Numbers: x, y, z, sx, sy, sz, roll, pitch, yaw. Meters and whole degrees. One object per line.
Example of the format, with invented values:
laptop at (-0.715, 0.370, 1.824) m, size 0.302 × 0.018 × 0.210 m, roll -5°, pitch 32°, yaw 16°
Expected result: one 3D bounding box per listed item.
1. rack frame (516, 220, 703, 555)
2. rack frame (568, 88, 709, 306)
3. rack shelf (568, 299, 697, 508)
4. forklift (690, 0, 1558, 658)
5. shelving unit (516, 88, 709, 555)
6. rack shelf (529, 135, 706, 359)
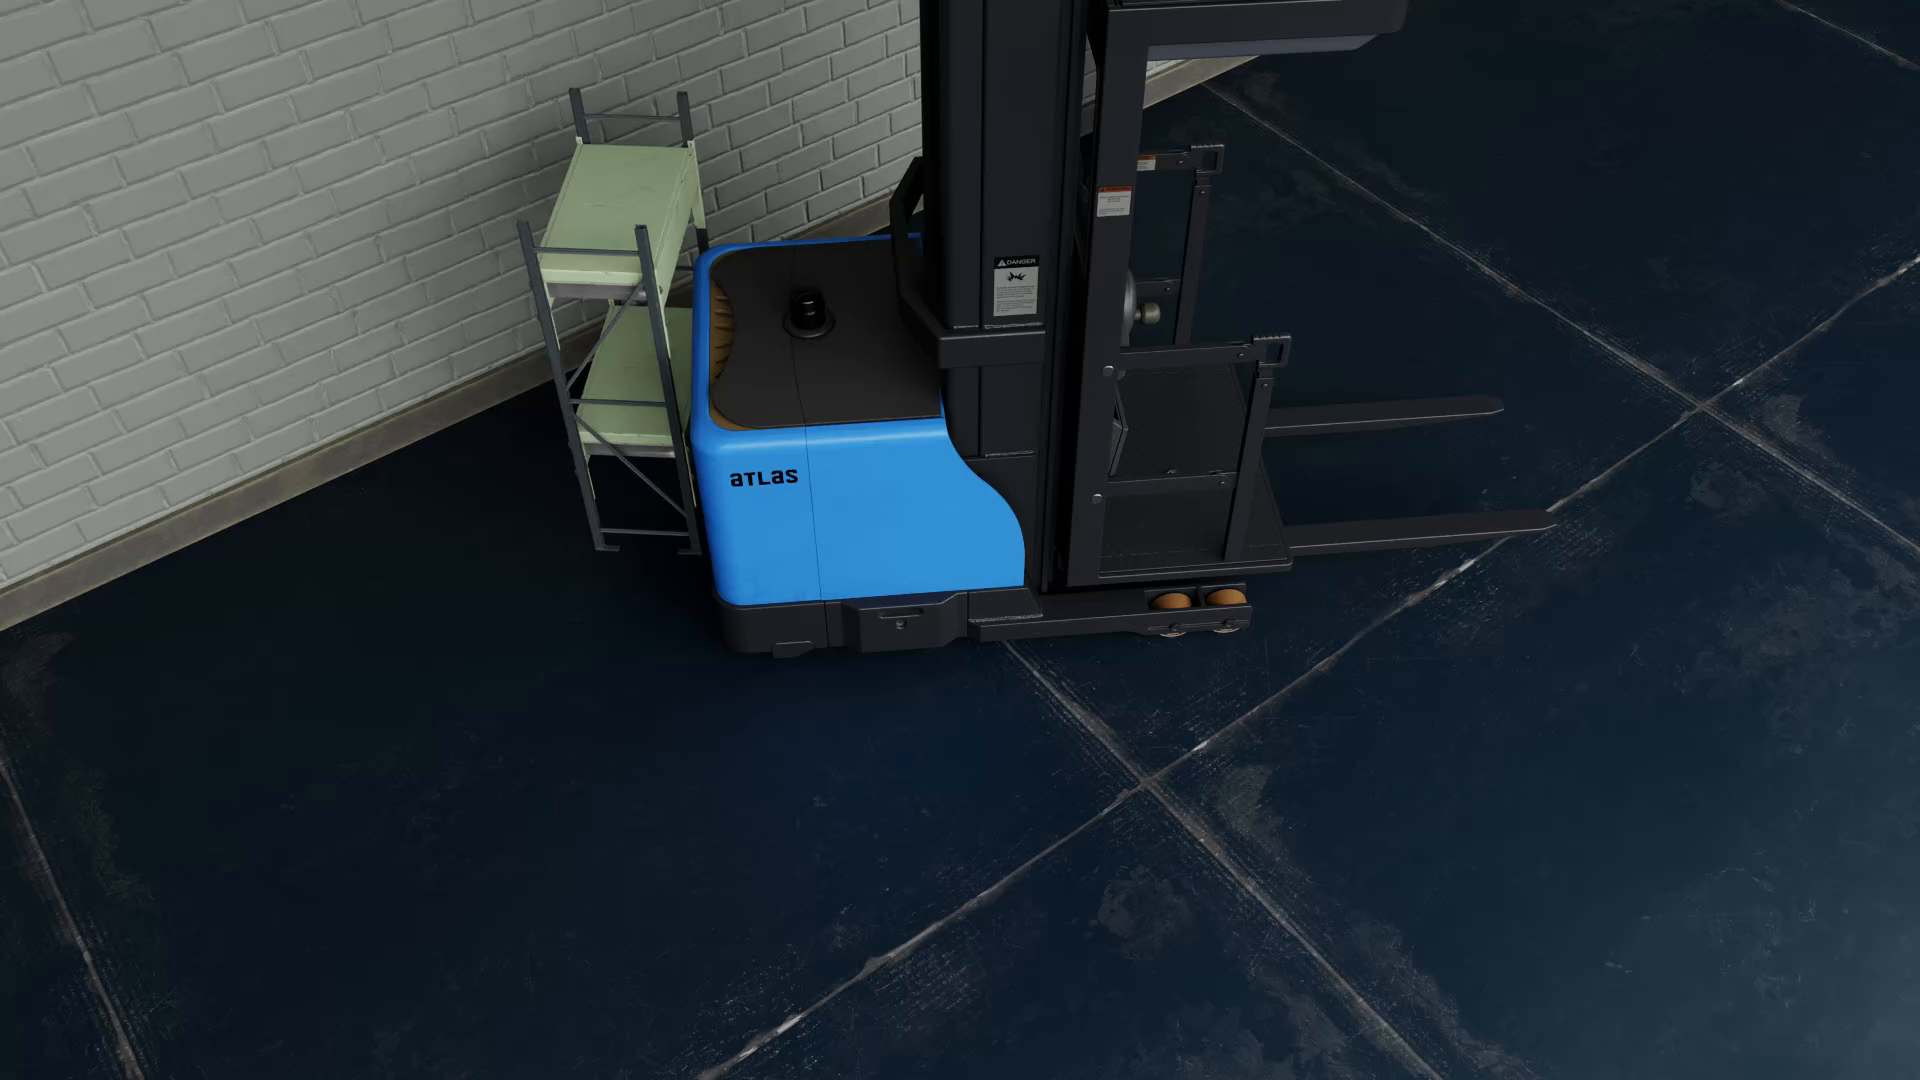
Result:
rack frame at (-1.162, -0.464, 5.658) m, size 0.400 × 1.500 × 0.023 m, roll 3°, pitch 48°, yaw 2°
rack frame at (-1.117, -1.005, 6.149) m, size 0.400 × 1.500 × 0.023 m, roll 3°, pitch 48°, yaw 2°
rack shelf at (-1.140, -0.516, 6.145) m, size 0.431 × 0.370 × 0.720 m, roll 3°, pitch 48°, yaw 2°
forklift at (0.620, -1.028, 5.204) m, size 3.031 × 2.935 × 1.130 m, roll -4°, pitch 48°, yaw -4°
shelving unit at (-1.140, -0.735, 5.904) m, size 0.431 × 1.500 × 0.755 m, roll 3°, pitch 48°, yaw 2°
rack shelf at (-1.140, -0.997, 5.615) m, size 0.431 × 0.370 × 0.720 m, roll 3°, pitch 48°, yaw 2°
